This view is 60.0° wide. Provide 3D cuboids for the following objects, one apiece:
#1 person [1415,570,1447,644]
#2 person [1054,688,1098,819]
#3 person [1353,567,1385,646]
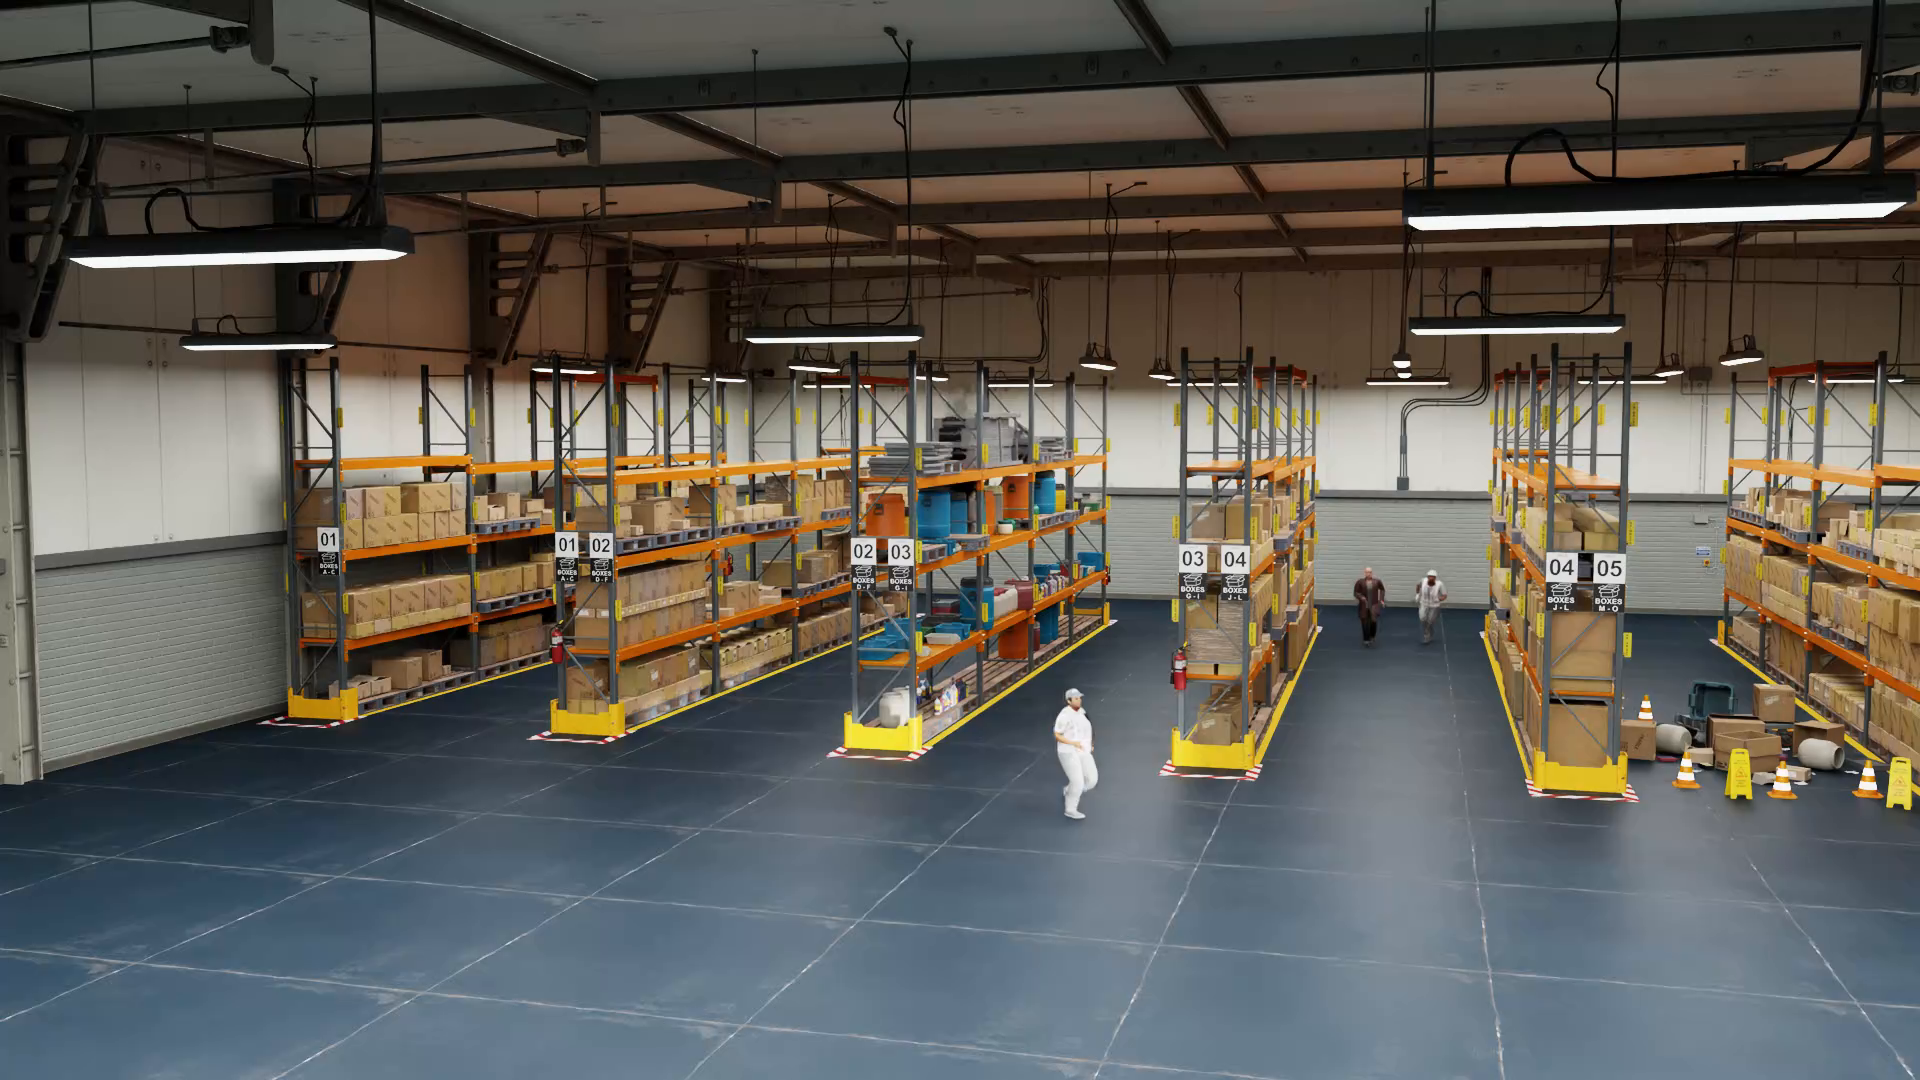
[{"bbox_3d":[10.486,1.481,37.023,0.711,1.697,0.927,2,5,23],"label":"person"},{"bbox_3d":[1.454,2.665,20.817,0.548,1.618,0.602,4,6,45],"label":"person"},{"bbox_3d":[8.921,1.561,36.272,0.680,1.534,0.785,1,4,12],"label":"person"}]
